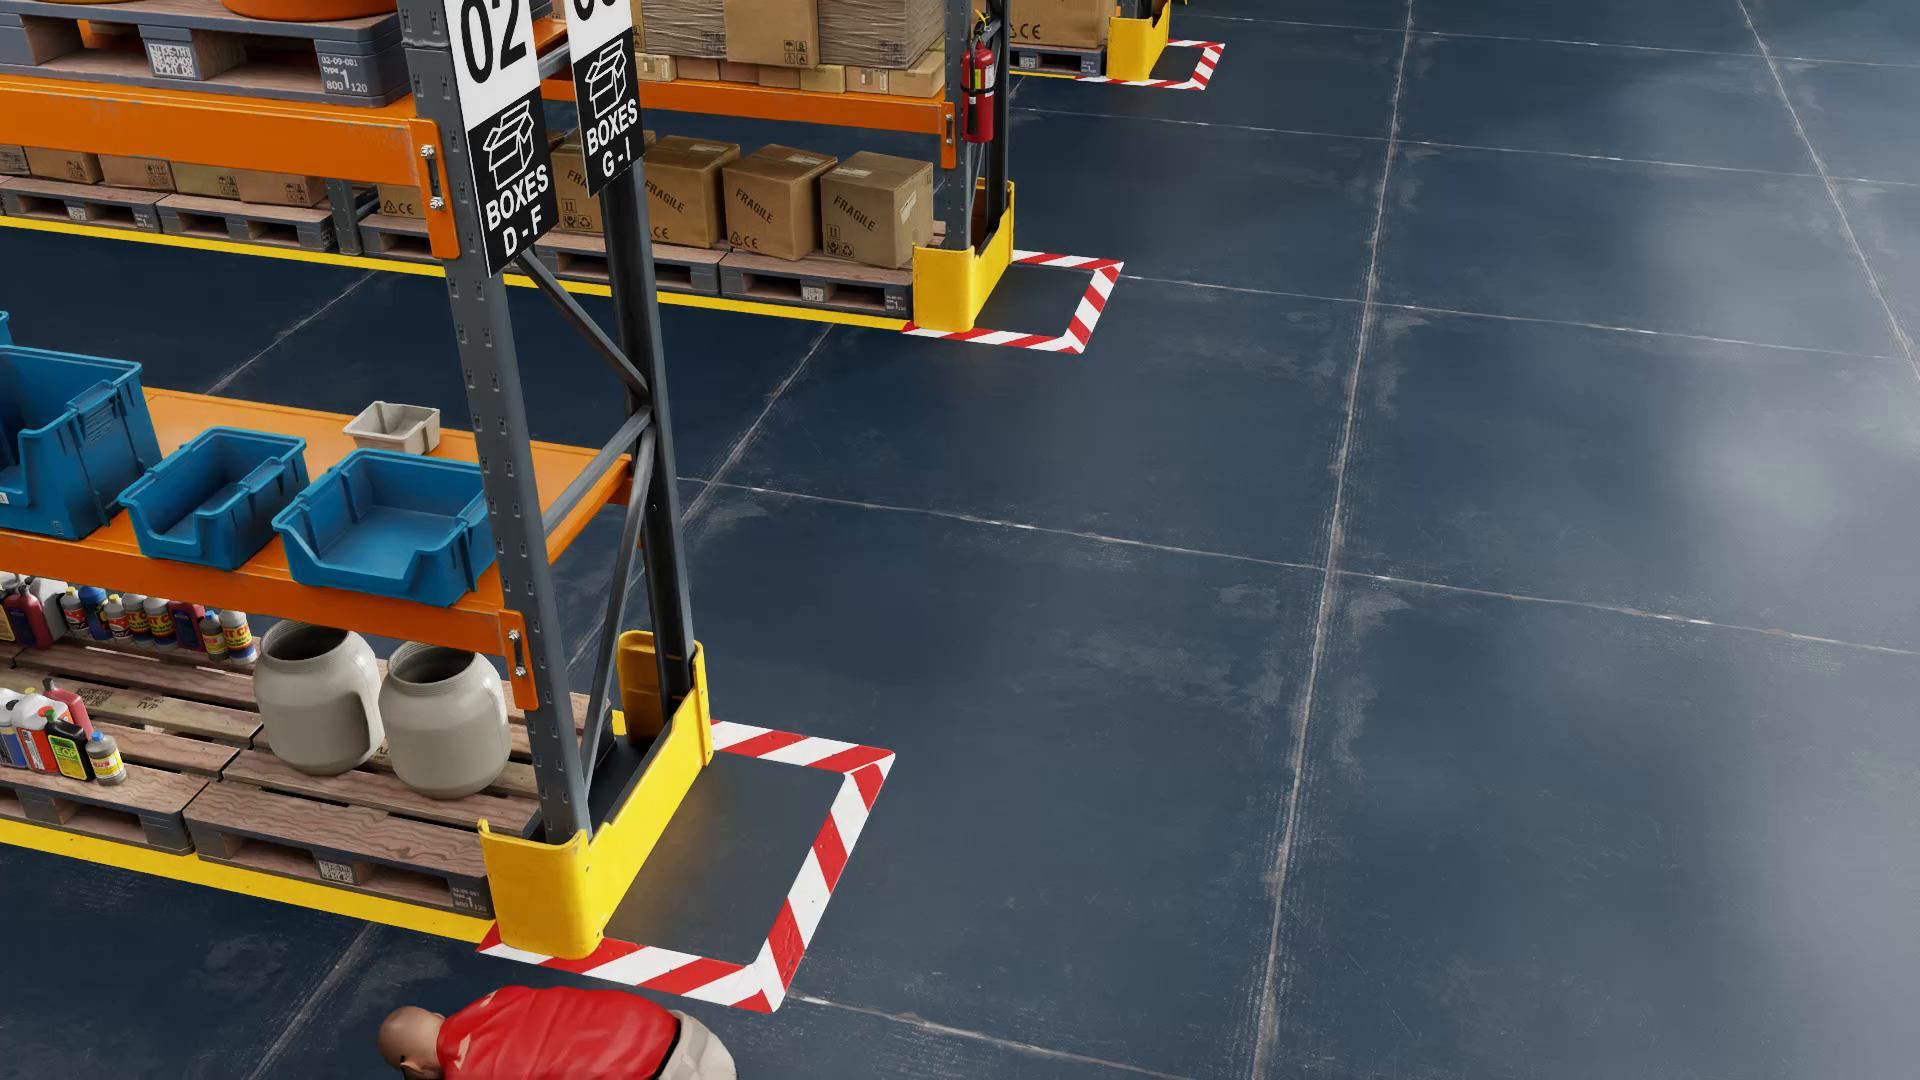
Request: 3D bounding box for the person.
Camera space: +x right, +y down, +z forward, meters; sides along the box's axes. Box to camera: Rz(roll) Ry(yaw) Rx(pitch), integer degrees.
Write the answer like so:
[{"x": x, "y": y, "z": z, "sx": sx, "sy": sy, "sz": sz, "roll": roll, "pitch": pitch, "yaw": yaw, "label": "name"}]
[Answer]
[{"x": -1.088, "y": 1.596, "z": 4.546, "sx": 0.954, "sy": 0.814, "sz": 0.536, "roll": 7, "pitch": 33, "yaw": 11, "label": "person"}]
